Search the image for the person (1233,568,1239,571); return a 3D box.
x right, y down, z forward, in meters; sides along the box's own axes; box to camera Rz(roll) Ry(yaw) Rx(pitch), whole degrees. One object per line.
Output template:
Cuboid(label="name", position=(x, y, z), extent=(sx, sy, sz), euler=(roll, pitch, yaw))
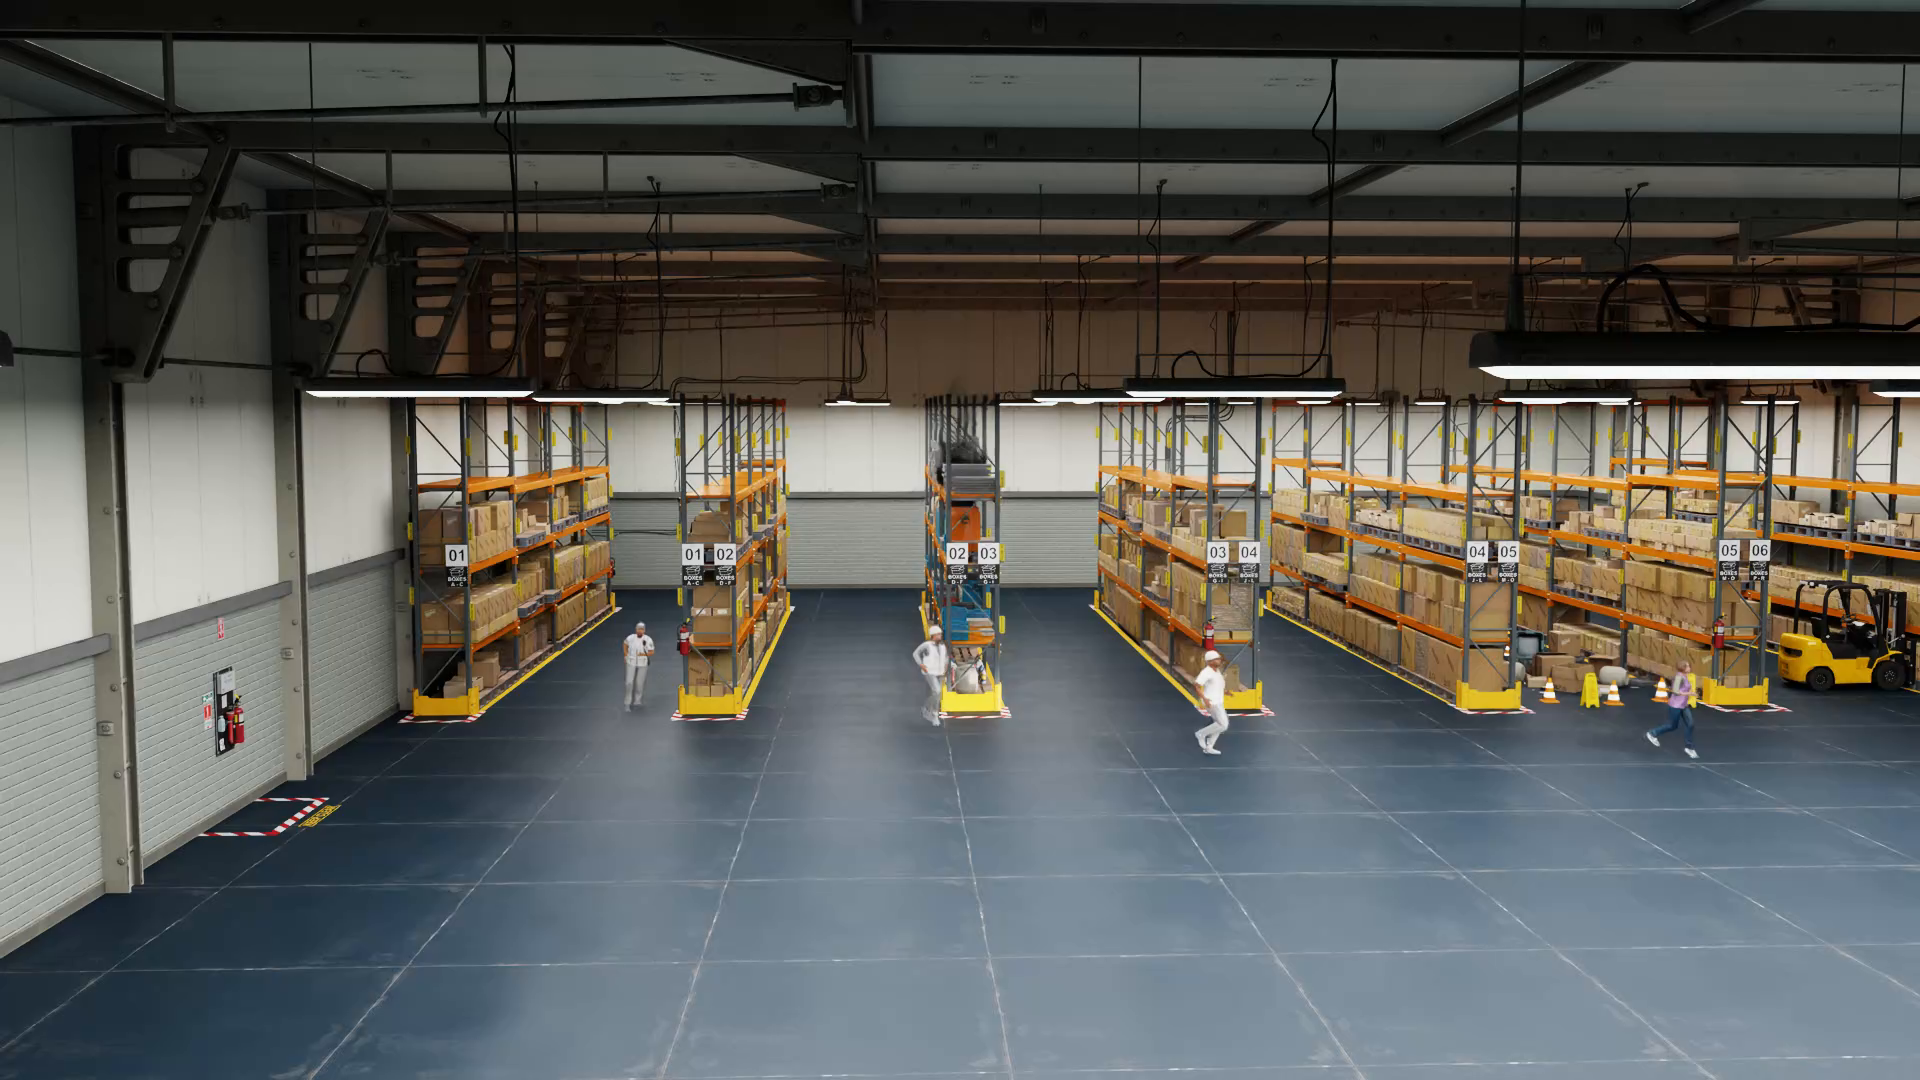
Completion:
Cuboid(label="person", position=(7.666, 1.245, 46.614), extent=(0.673, 1.606, 0.837), euler=(0, 5, 3))

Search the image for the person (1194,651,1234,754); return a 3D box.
Cuboid(label="person", position=(4.214, 2.691, 27.510), extent=(0.578, 1.722, 0.698), euler=(2, 5, 27))

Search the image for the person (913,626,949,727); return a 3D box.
Cuboid(label="person", position=(-0.473, 2.461, 30.277), extent=(0.661, 1.805, 0.717), euler=(-4, 6, -41))

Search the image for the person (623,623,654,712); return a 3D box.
Cuboid(label="person", position=(-6.133, 2.419, 31.737), extent=(0.603, 1.710, 0.754), euler=(-1, 5, -8))

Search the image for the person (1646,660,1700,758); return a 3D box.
Cuboid(label="person", position=(11.819, 2.777, 27.504), extent=(0.857, 1.630, 0.553), euler=(4, 6, 41))
